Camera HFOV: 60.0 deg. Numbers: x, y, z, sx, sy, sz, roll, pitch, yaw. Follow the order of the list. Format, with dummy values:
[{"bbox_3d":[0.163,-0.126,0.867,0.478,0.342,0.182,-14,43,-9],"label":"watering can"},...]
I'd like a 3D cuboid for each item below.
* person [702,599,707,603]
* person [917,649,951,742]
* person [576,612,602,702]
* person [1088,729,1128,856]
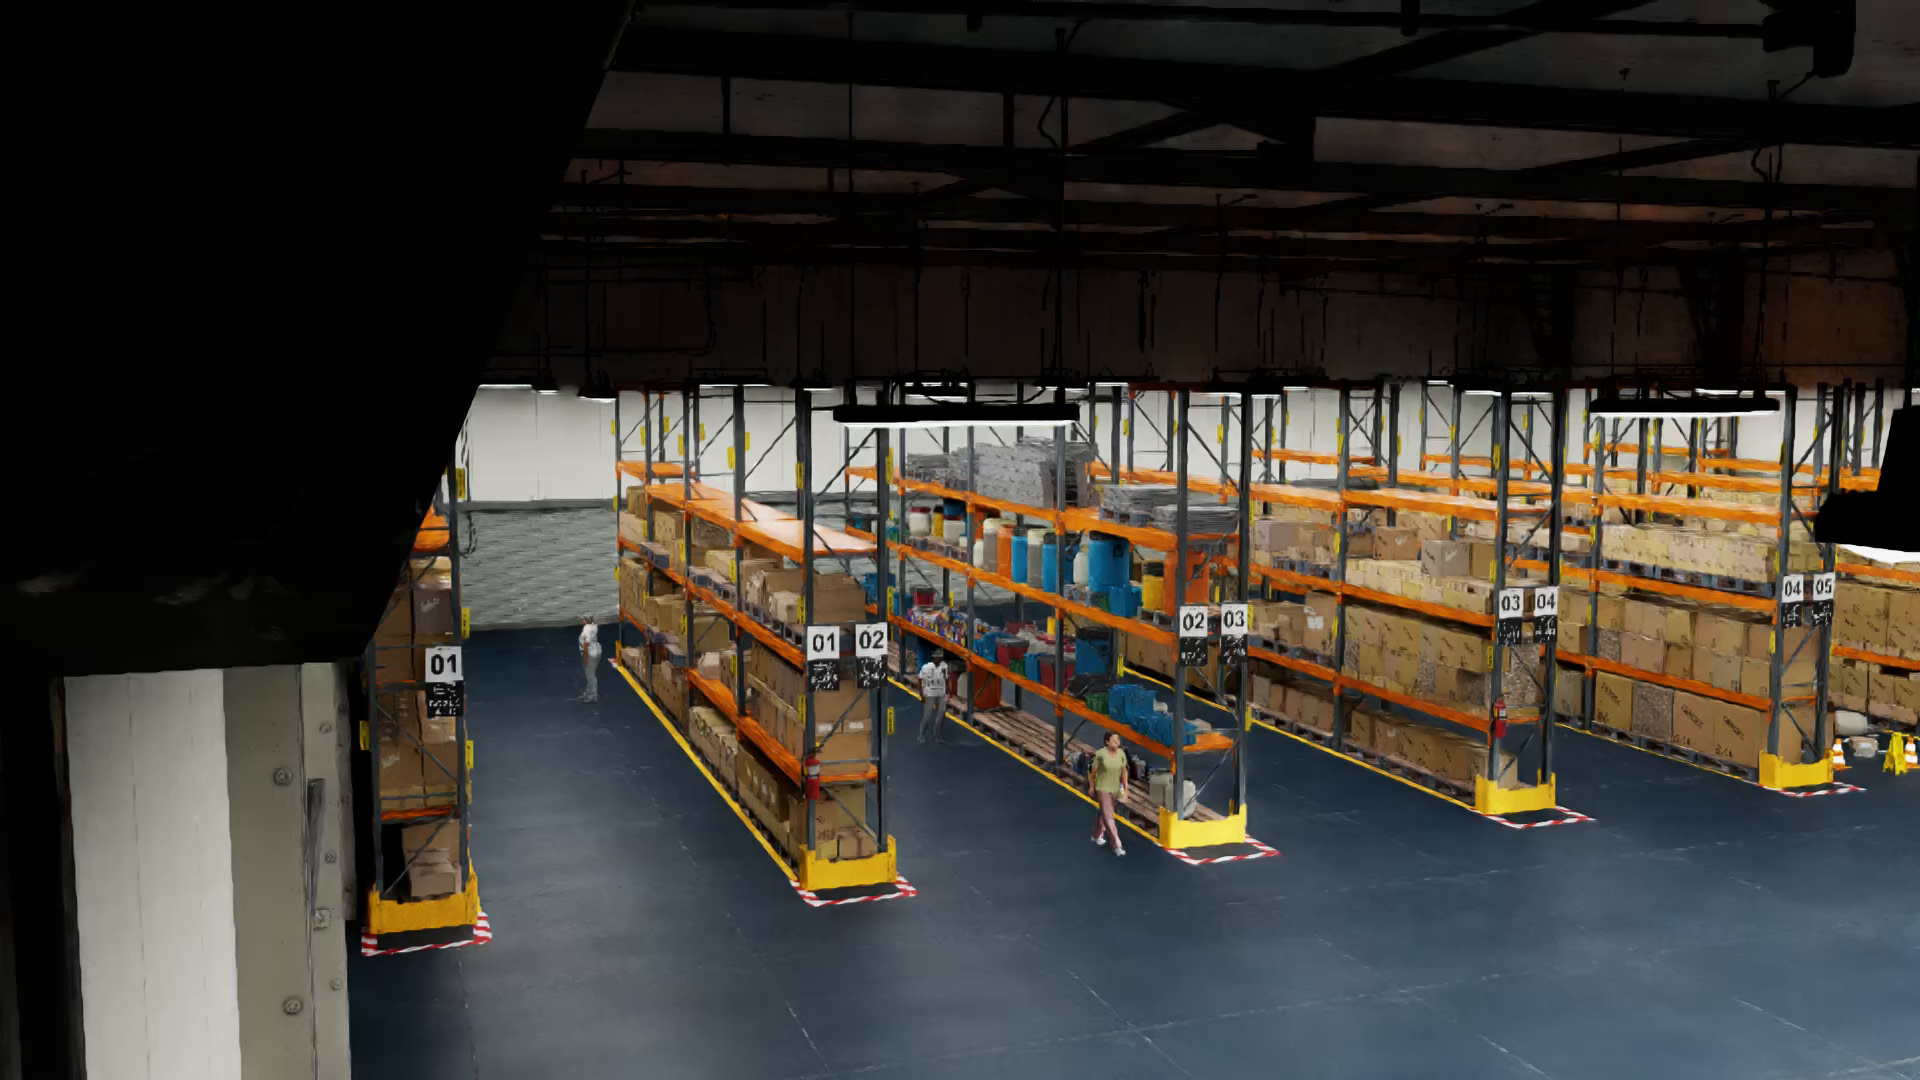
[{"bbox_3d":[-5.977,1.494,37.411,0.469,1.785,0.706,3,7,28],"label":"person"},{"bbox_3d":[-0.430,2.591,27.821,0.592,1.629,0.526,-2,6,-21],"label":"person"},{"bbox_3d":[-7.008,2.186,31.343,0.476,1.667,0.523,1,6,9],"label":"person"},{"bbox_3d":[1.979,3.235,21.550,0.459,1.599,1.031,-3,7,-24],"label":"person"}]
